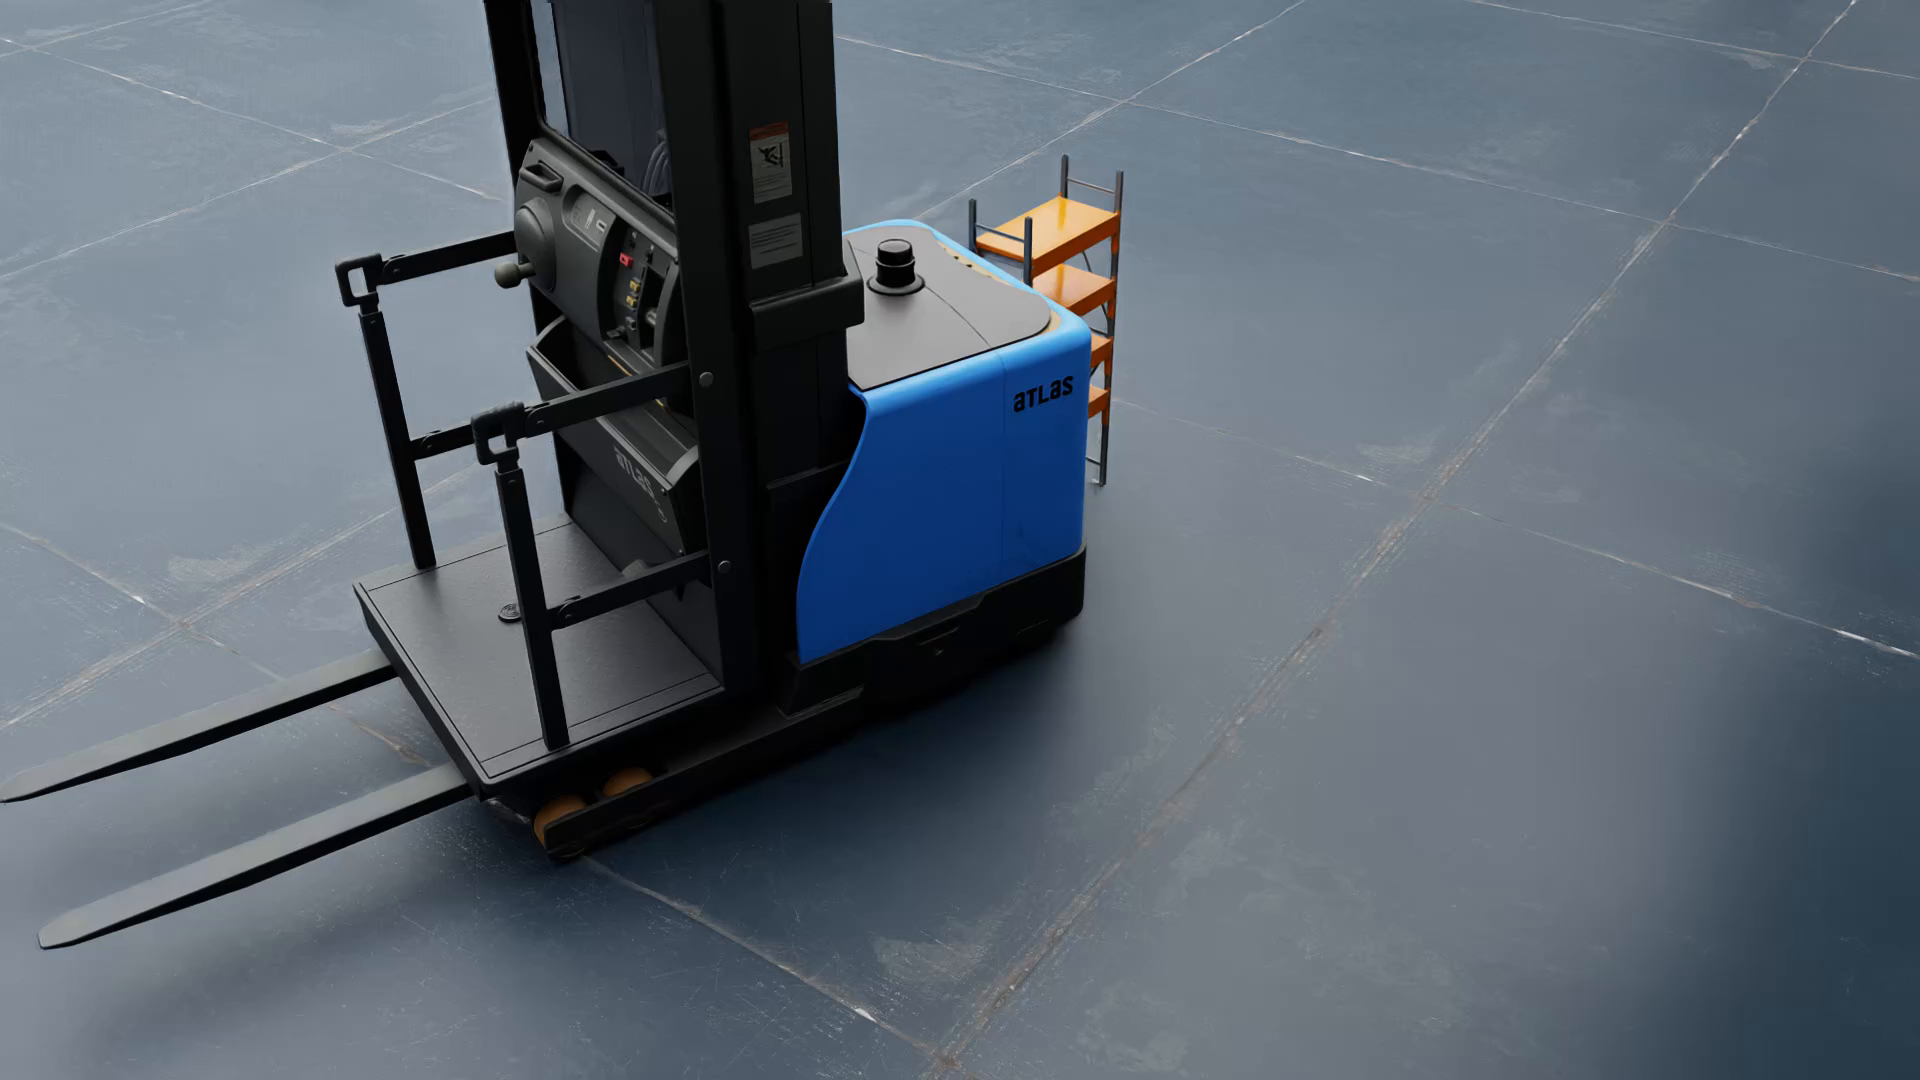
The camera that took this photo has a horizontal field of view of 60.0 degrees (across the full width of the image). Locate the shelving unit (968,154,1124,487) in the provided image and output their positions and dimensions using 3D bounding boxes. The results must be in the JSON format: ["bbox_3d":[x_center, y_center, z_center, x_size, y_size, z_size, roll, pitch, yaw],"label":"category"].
[{"bbox_3d":[0.278,-0.630,5.610,0.258,1.200,0.503,25,41,32],"label":"shelving unit"}]

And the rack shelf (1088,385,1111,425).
[{"bbox_3d":[0.278,-0.410,5.759,0.258,0.148,0.480,25,41,32],"label":"rack shelf"}]

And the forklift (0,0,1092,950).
[{"bbox_3d":[-1.109,-0.698,4.165,3.031,2.935,1.130,-21,39,-28],"label":"forklift"}]

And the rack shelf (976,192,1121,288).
[{"bbox_3d":[0.278,-0.955,5.390,0.258,0.148,0.480,25,41,32],"label":"rack shelf"}]

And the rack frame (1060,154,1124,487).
[{"bbox_3d":[0.432,-0.736,5.767,0.240,1.200,0.015,25,41,32],"label":"rack frame"}]

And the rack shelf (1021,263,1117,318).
[{"bbox_3d":[0.278,-0.759,5.523,0.258,0.148,0.480,25,41,32],"label":"rack shelf"}]

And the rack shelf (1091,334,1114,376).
[{"bbox_3d":[0.278,-0.574,5.648,0.258,0.148,0.480,25,41,32],"label":"rack shelf"}]

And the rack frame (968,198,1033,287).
[{"bbox_3d":[0.124,-0.524,5.453,0.240,1.200,0.015,25,41,32],"label":"rack frame"}]
